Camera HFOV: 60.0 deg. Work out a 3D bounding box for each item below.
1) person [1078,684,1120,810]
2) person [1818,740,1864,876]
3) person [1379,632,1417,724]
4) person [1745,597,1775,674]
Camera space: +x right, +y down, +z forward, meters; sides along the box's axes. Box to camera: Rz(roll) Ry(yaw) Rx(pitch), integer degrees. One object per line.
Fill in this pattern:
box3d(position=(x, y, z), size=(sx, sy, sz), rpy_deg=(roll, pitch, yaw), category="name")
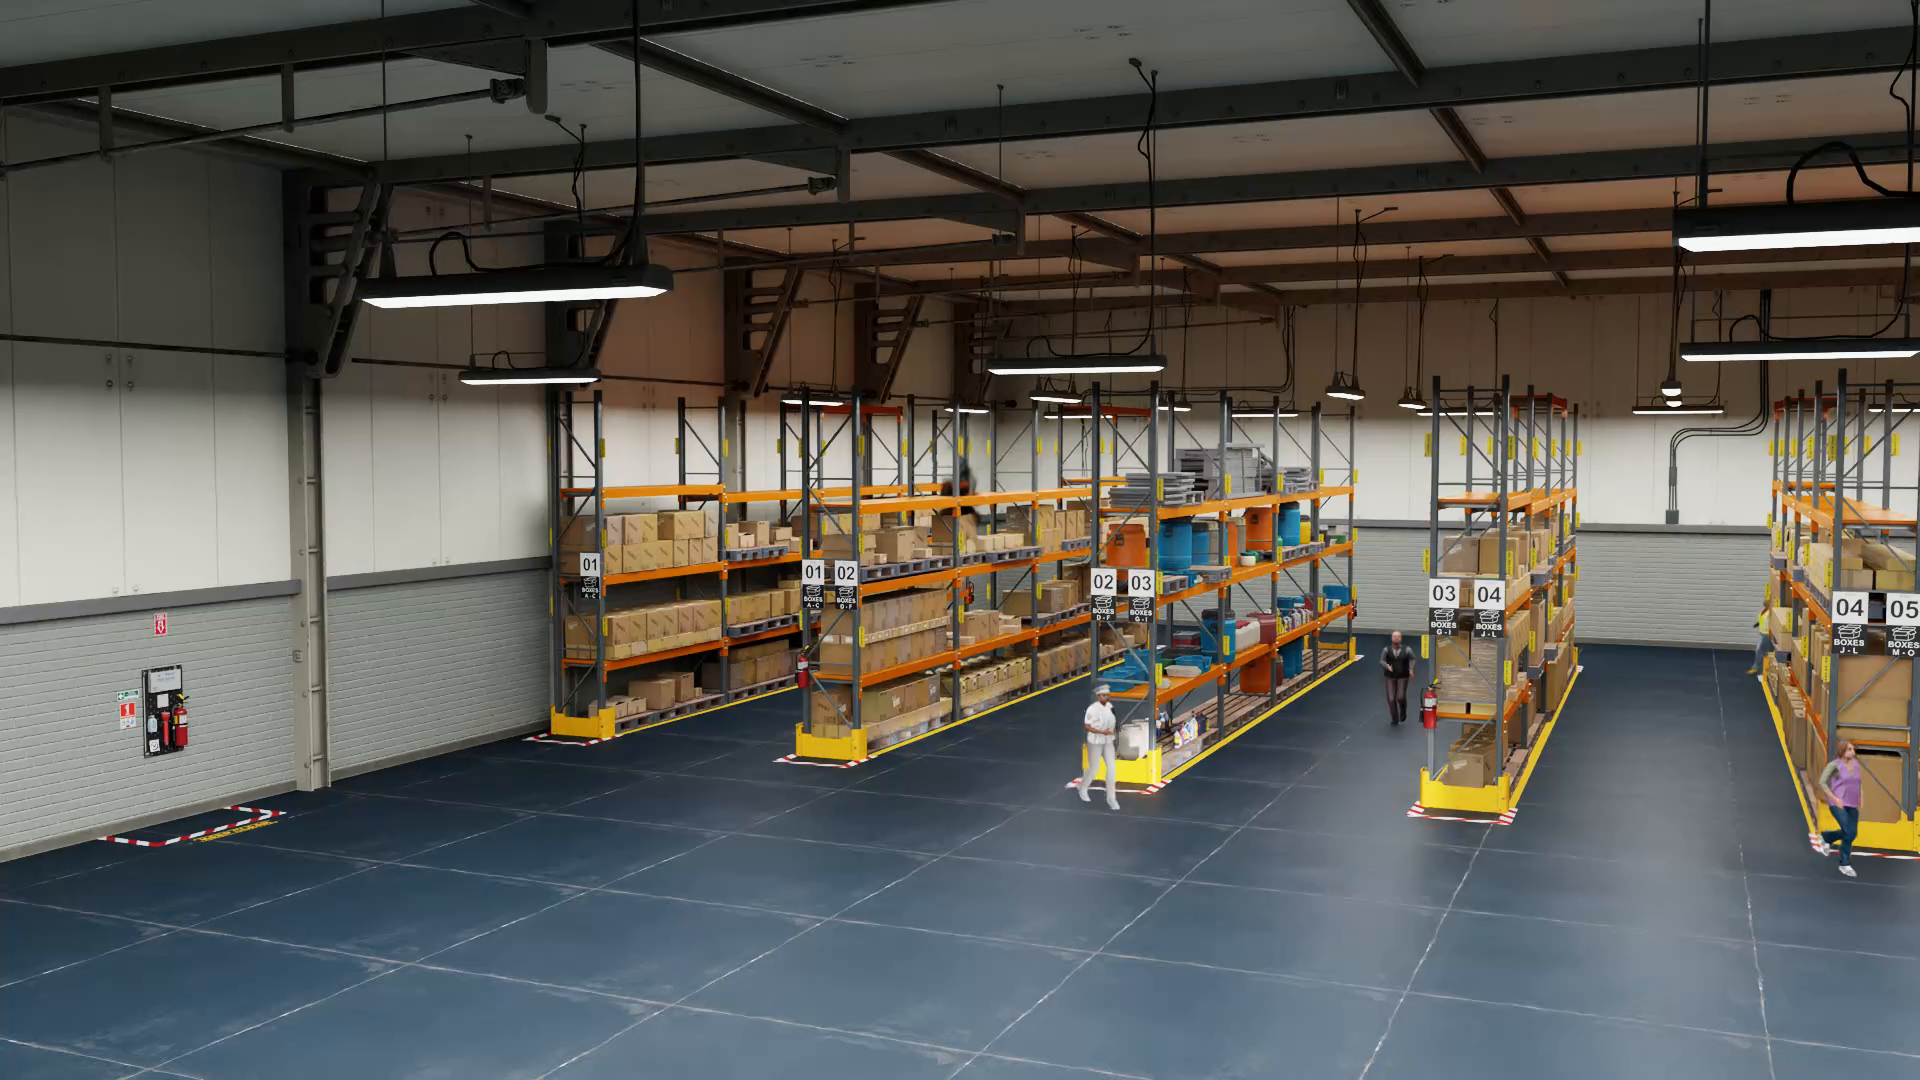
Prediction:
box3d(position=(1.966, 2.872, 23.286), size=(0.594, 1.741, 0.804), rpy_deg=(-2, 4, -30), category="person")
box3d(position=(10.424, 3.143, 19.736), size=(0.570, 1.576, 0.647), rpy_deg=(-1, 3, -17), category="person")
box3d(position=(7.875, 2.499, 29.971), size=(0.645, 1.681, 0.592), rpy_deg=(1, 3, 21), category="person")
box3d(position=(17.844, 2.084, 36.723), size=(0.870, 1.783, 0.752), rpy_deg=(0, 3, 3), category="person")
